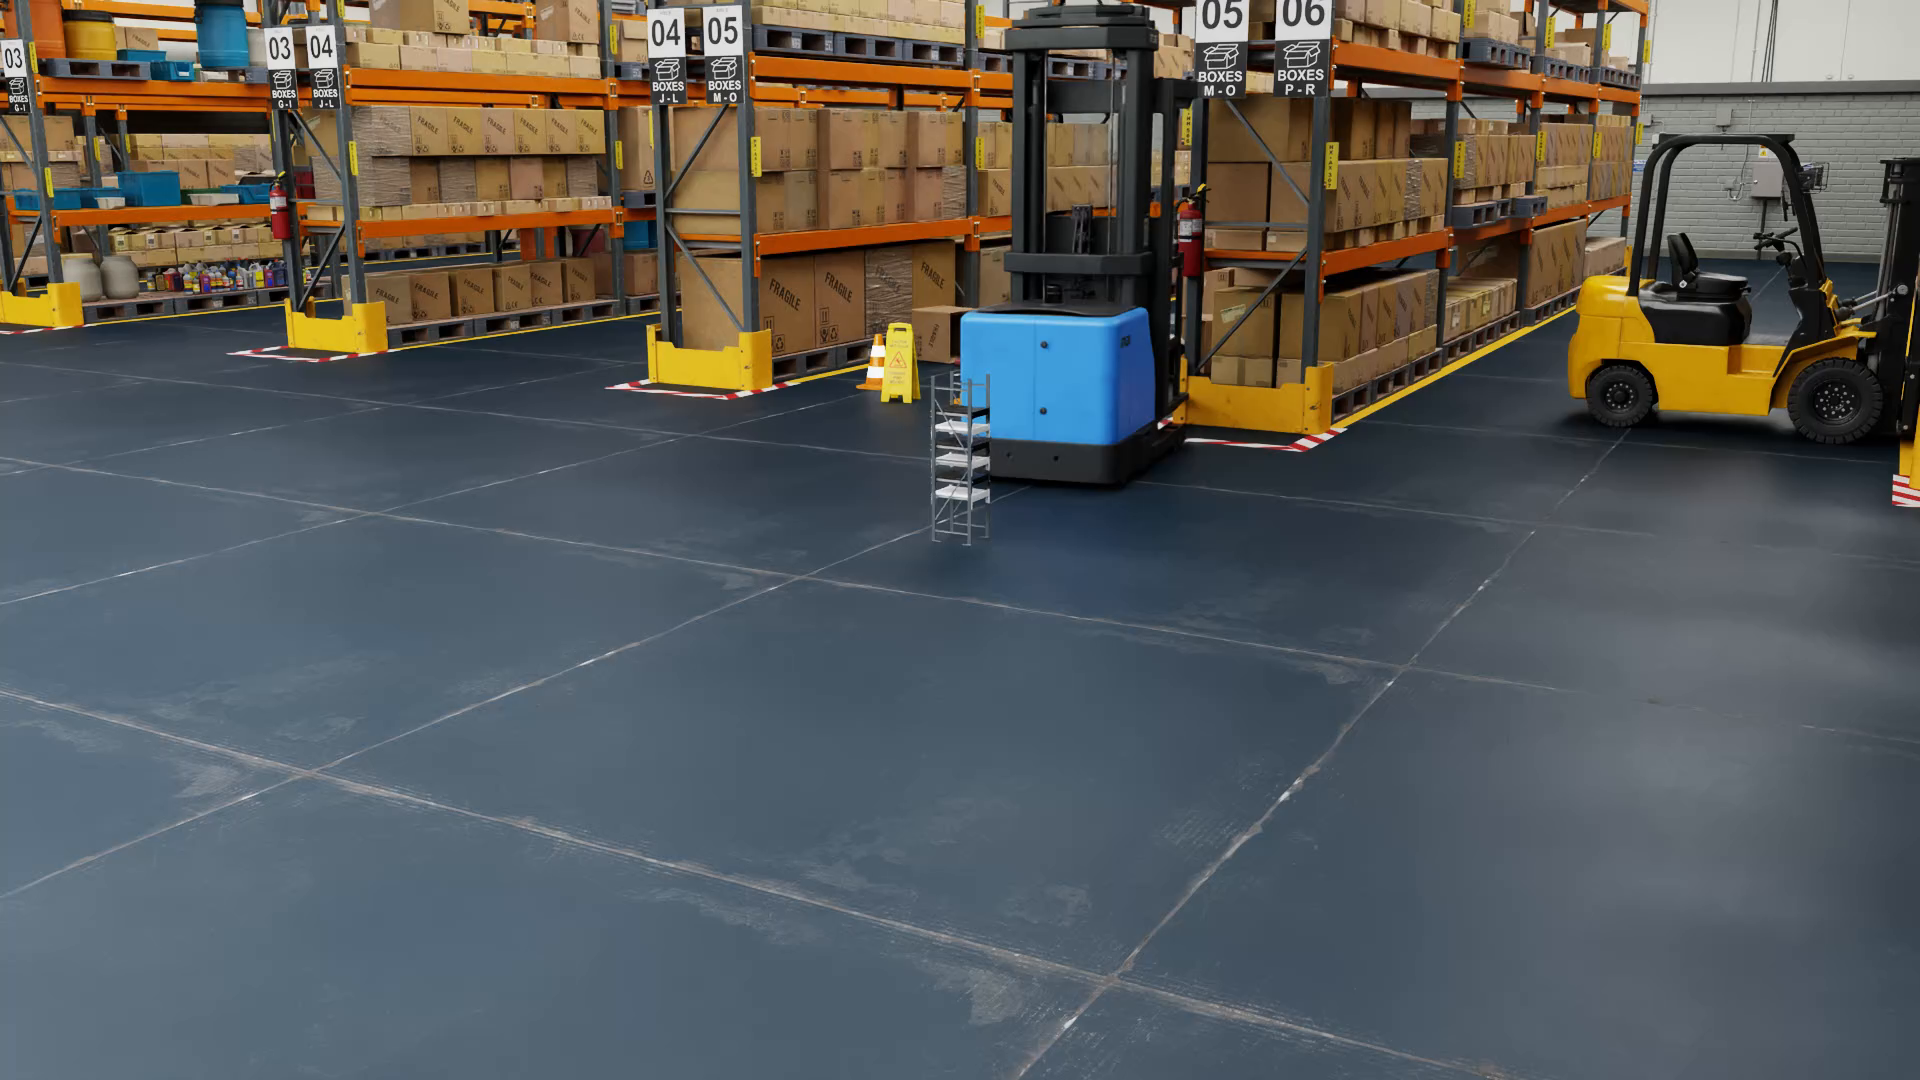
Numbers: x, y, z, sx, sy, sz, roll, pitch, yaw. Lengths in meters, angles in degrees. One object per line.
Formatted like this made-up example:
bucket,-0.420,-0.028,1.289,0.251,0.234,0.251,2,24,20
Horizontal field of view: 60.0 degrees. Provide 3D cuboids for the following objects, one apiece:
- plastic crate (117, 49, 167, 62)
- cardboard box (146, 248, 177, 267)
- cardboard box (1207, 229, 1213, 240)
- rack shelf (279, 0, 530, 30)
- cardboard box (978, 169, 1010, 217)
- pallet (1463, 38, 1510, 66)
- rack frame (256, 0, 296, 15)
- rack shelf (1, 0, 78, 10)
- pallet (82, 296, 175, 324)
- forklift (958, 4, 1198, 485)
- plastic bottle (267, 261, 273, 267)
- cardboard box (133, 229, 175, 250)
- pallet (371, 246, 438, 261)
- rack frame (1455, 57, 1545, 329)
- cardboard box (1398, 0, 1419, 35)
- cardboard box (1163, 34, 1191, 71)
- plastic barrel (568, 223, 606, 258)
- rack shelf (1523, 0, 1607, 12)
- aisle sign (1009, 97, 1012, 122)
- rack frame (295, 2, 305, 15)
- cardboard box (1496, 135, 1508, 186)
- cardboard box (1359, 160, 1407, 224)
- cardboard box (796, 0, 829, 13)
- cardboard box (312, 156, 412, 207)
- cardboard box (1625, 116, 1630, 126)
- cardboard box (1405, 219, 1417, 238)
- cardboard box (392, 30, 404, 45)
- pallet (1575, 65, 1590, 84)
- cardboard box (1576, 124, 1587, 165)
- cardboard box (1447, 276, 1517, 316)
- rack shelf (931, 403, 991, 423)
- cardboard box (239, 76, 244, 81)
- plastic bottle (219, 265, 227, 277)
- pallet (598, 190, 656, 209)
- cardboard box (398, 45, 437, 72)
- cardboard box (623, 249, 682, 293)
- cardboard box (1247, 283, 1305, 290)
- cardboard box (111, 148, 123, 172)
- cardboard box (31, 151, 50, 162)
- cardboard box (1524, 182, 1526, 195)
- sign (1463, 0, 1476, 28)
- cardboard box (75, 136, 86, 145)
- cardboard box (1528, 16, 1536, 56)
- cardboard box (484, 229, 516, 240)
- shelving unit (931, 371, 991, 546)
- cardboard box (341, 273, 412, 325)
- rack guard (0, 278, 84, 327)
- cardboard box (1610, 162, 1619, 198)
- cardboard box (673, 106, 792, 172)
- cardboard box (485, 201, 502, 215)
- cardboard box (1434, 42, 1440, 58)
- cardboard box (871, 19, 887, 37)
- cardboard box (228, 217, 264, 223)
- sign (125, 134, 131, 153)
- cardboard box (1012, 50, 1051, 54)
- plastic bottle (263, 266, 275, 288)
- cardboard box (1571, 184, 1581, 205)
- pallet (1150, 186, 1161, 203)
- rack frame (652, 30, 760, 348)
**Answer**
plastic crate,-10.182,-5.871,20.621,0.392,0.384,0.575,7,15,28
cardboard box,-12.580,-4.405,25.876,0.500,0.250,0.500,8,16,29
cardboard box,3.451,-4.486,24.077,0.500,0.250,0.500,7,15,27
rack shelf,-7.939,-7.599,23.741,1.077,0.370,4.000,7,15,28
cardboard box,0.212,-3.798,18.176,0.500,0.500,0.500,8,15,29
pallet,4.496,-4.614,15.772,1.213,0.211,1.003,7,15,28
rack frame,-13.711,-10.496,33.372,1.000,3.000,0.127,7,15,28
rack shelf,-14.207,-7.340,22.668,1.077,0.370,4.000,7,15,28
pallet,-10.447,-2.827,20.309,1.003,0.211,1.213,7,15,28
forklift,0.965,-2.065,11.346,1.130,2.935,3.031,5,14,19
plastic bottle,-9.444,-3.688,22.814,0.097,0.271,0.097,0,14,0
cardboard box,-12.576,-4.677,25.807,0.500,0.311,0.500,7,15,27
pallet,-10.322,-5.241,30.325,1.003,0.211,1.213,7,15,28
rack frame,6.038,-3.953,19.030,1.000,3.000,0.127,7,15,28
cardboard box,3.392,-4.228,13.458,0.500,0.250,0.500,8,16,29
cardboard box,2.728,-6.724,23.009,0.797,0.503,0.637,7,15,27
plastic barrel,-6.205,-5.003,27.634,0.600,0.588,0.708,7,15,28
rack shelf,7.005,-6.736,20.160,1.077,0.370,4.000,7,15,28
aisle sign,1.003,-8.030,30.393,0.394,0.787,0.004,7,15,28
rack frame,-11.307,-9.115,27.643,1.000,3.000,0.127,7,15,28
cardboard box,5.314,-3.903,17.077,0.500,0.500,0.500,7,15,26
cardboard box,3.374,-2.887,13.761,0.500,0.500,0.500,7,15,27
cardboard box,-1.509,-4.809,14.755,0.500,0.250,0.500,7,15,27
cardboard box,-6.214,-3.737,17.288,0.875,0.500,0.500,7,15,28
cardboard box,9.755,-6.231,24.747,0.380,0.149,0.250,7,15,28
cardboard box,3.728,-2.701,14.372,0.380,0.149,0.250,7,15,27
cardboard box,-5.944,-5.152,17.072,0.380,0.149,0.250,7,15,27
pallet,7.572,-5.945,21.301,0.805,0.209,1.217,7,15,26
cardboard box,7.732,-5.081,21.363,0.500,0.500,0.500,8,16,29
cardboard box,5.756,-2.765,18.813,0.950,0.372,0.625,6,15,24
rack shelf,0.004,-0.669,8.880,0.258,0.077,0.200,7,15,28
cardboard box,-11.714,-7.579,27.096,0.500,0.250,0.500,8,16,30
plastic bottle,-9.789,-3.512,22.084,0.097,0.271,0.097,0,14,0
pallet,-4.074,-4.302,20.888,1.003,0.211,1.213,7,15,28
cardboard box,-5.801,-4.996,17.276,0.500,0.250,0.500,7,15,27
cardboard box,-4.008,-3.473,21.434,0.700,0.500,0.500,7,15,28
cardboard box,2.579,-1.845,13.657,0.500,0.500,0.500,8,16,30
cardboard box,-15.647,-7.089,31.148,0.500,0.500,0.500,7,15,28
cardboard box,-13.430,-5.558,24.089,0.380,0.149,0.250,7,15,26
cardboard box,6.020,-3.878,18.358,0.380,0.149,0.250,8,16,29
sign,4.583,-4.782,14.965,0.100,0.325,0.005,7,15,28
cardboard box,-15.928,-7.195,29.943,0.380,0.149,0.250,5,14,19
cardboard box,6.351,-5.889,19.549,0.700,0.500,0.500,7,15,25
cardboard box,-8.981,-5.988,32.269,0.500,0.311,0.500,7,15,28
shelving unit,0.004,-0.439,8.935,0.258,0.900,0.210,7,15,28
cardboard box,-6.188,-2.550,17.646,0.500,0.500,0.500,11,17,38
rack guard,-10.844,-2.801,19.587,1.175,0.500,0.348,7,15,28
cardboard box,9.170,-5.199,23.983,0.500,0.500,0.500,8,16,30
cardboard box,-1.998,-3.521,14.616,0.875,0.550,0.550,7,15,28
cardboard box,-5.343,-3.707,18.545,0.380,0.149,0.250,7,15,28
cardboard box,4.020,-4.327,14.718,0.380,0.149,0.250,8,15,29
cardboard box,-0.911,-4.837,15.724,0.380,0.149,0.250,7,15,28
cardboard box,-14.339,-6.408,32.905,0.750,0.750,0.750,8,16,30
sign,-15.165,-7.224,30.297,0.100,0.325,0.005,7,15,28
cardboard box,0.813,-5.678,18.962,0.396,0.266,0.258,7,15,28
plastic bottle,-9.100,-3.467,21.873,0.061,0.283,0.133,9,16,32
cardboard box,7.729,-4.476,21.518,0.500,0.250,0.500,7,15,27
pallet,1.908,-4.558,21.949,1.213,0.211,1.003,7,15,28
rack frame,-2.211,-2.852,14.462,1.000,3.000,0.127,7,15,28
